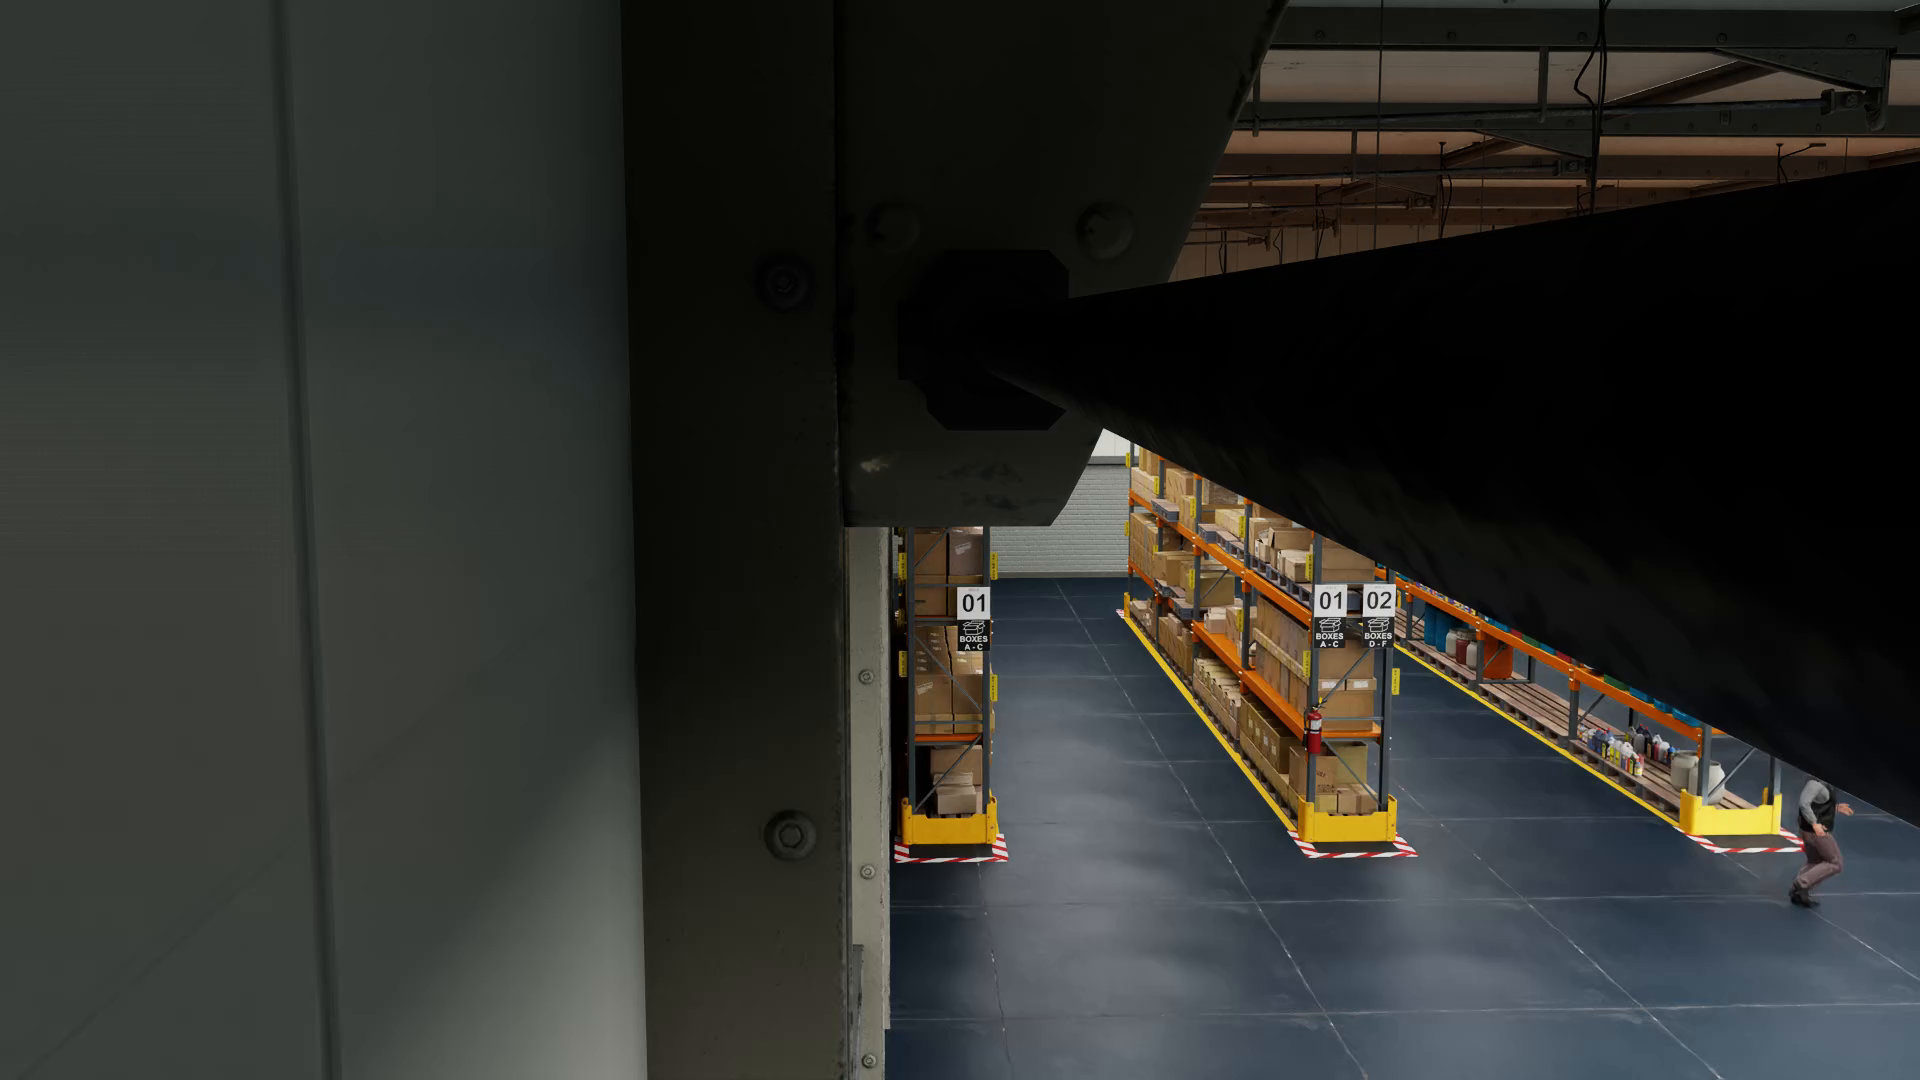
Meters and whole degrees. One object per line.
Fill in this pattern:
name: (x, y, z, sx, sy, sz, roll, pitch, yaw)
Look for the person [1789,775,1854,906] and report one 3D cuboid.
person: (9.428, 3.173, 18.168, 0.593, 1.690, 0.644, 3, 8, 21)
